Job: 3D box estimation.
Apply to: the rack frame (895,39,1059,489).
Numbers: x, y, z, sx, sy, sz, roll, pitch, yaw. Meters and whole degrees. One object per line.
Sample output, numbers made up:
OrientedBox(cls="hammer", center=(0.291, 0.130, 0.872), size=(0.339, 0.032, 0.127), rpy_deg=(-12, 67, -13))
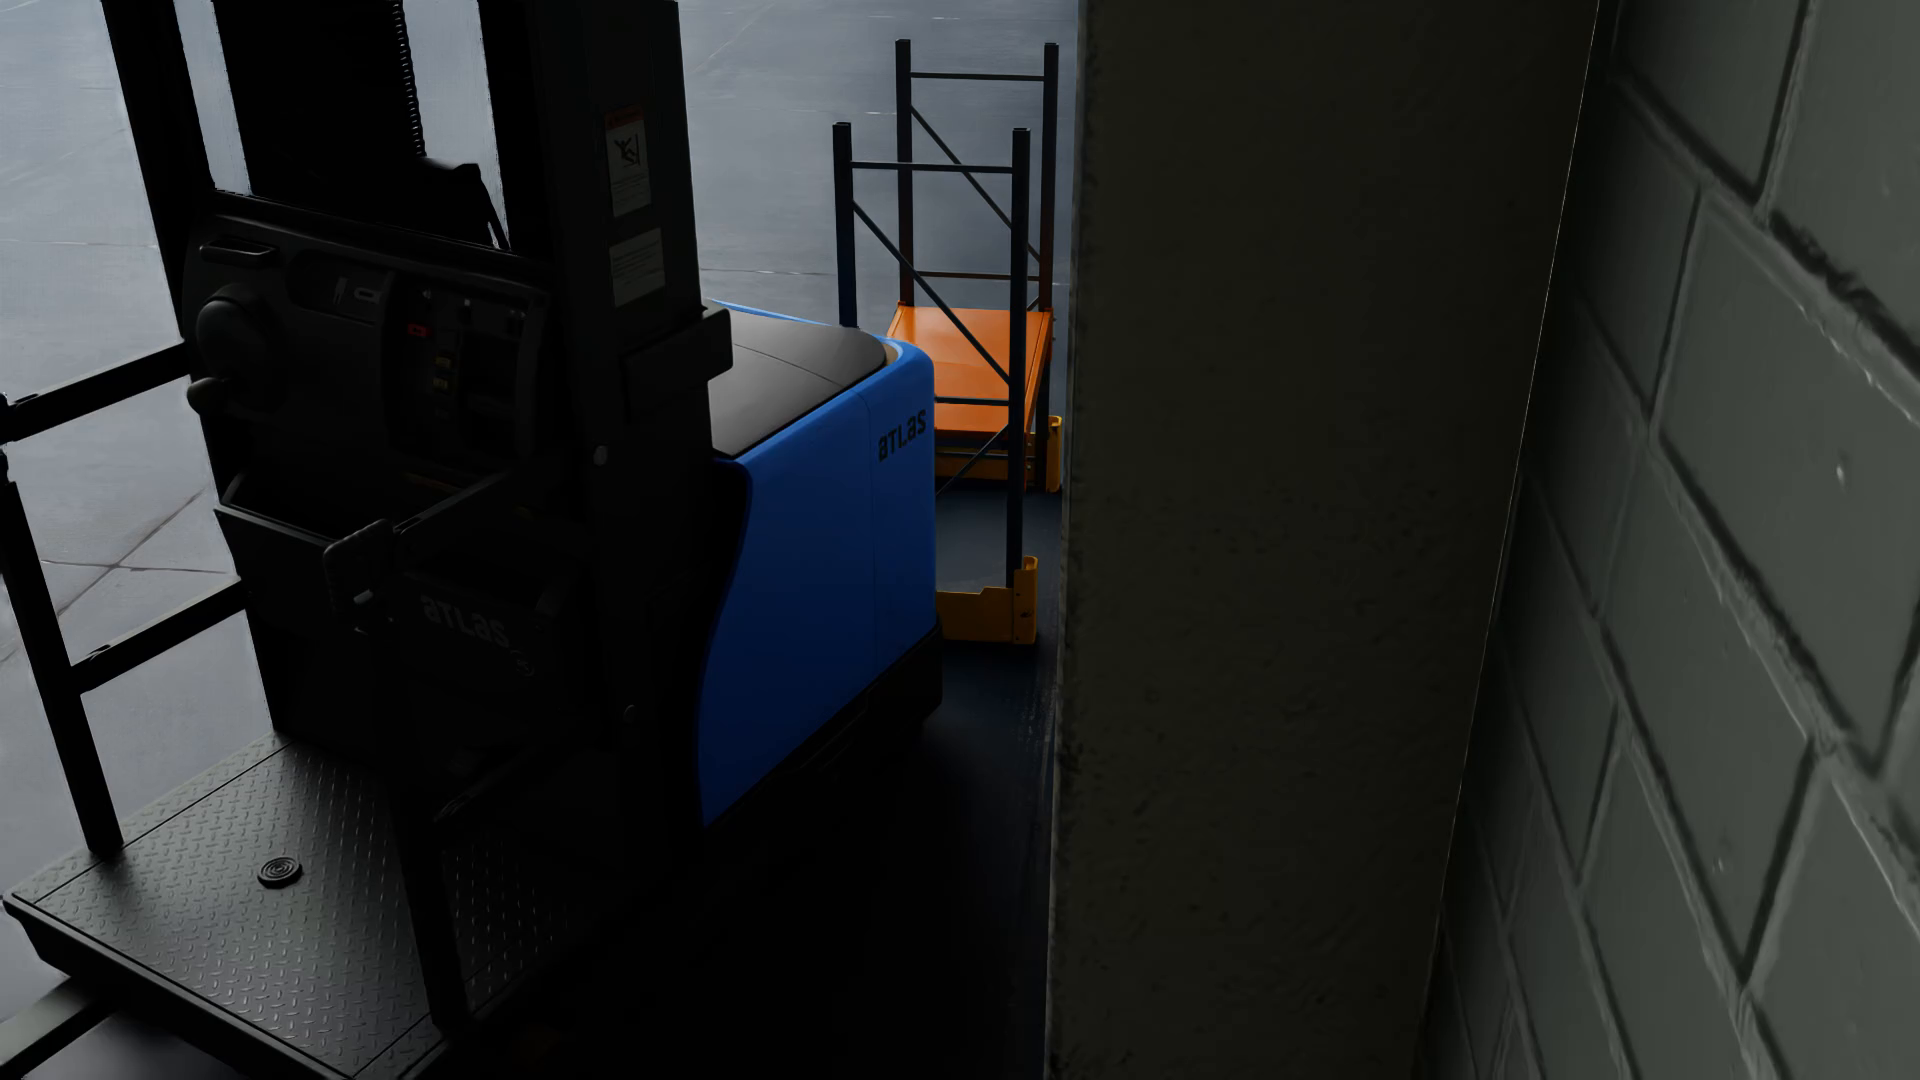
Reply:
OrientedBox(cls="rack frame", center=(0.052, -0.859, 5.428), size=(0.500, 1.500, 0.032), rpy_deg=(3, 28, 6))

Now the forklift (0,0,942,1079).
OrientedBox(cls="forklift", center=(-1.223, -0.327, 2.930), size=(1.130, 2.935, 3.031), rpy_deg=(15, 32, 26))

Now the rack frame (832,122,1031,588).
OrientedBox(cls="rack frame", center=(-0.073, -0.381, 4.540), size=(0.500, 1.500, 0.032), rpy_deg=(3, 28, 6))

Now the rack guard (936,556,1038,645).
OrientedBox(cls="rack guard", center=(-0.070, 0.160, 4.853), size=(0.587, 0.250, 0.087), rpy_deg=(3, 28, 6))

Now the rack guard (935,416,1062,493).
OrientedBox(cls="rack guard", center=(0.052, -0.309, 5.724), size=(0.587, 0.250, 0.087), rpy_deg=(3, 28, 6))

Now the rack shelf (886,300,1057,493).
OrientedBox(cls="rack shelf", center=(-0.010, -0.462, 5.069), size=(0.538, 0.185, 1.000), rpy_deg=(3, 28, 6))

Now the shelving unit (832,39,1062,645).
OrientedBox(cls="shelving unit", center=(-0.009, -0.624, 4.992), size=(0.587, 1.500, 1.083), rpy_deg=(3, 28, 6))
